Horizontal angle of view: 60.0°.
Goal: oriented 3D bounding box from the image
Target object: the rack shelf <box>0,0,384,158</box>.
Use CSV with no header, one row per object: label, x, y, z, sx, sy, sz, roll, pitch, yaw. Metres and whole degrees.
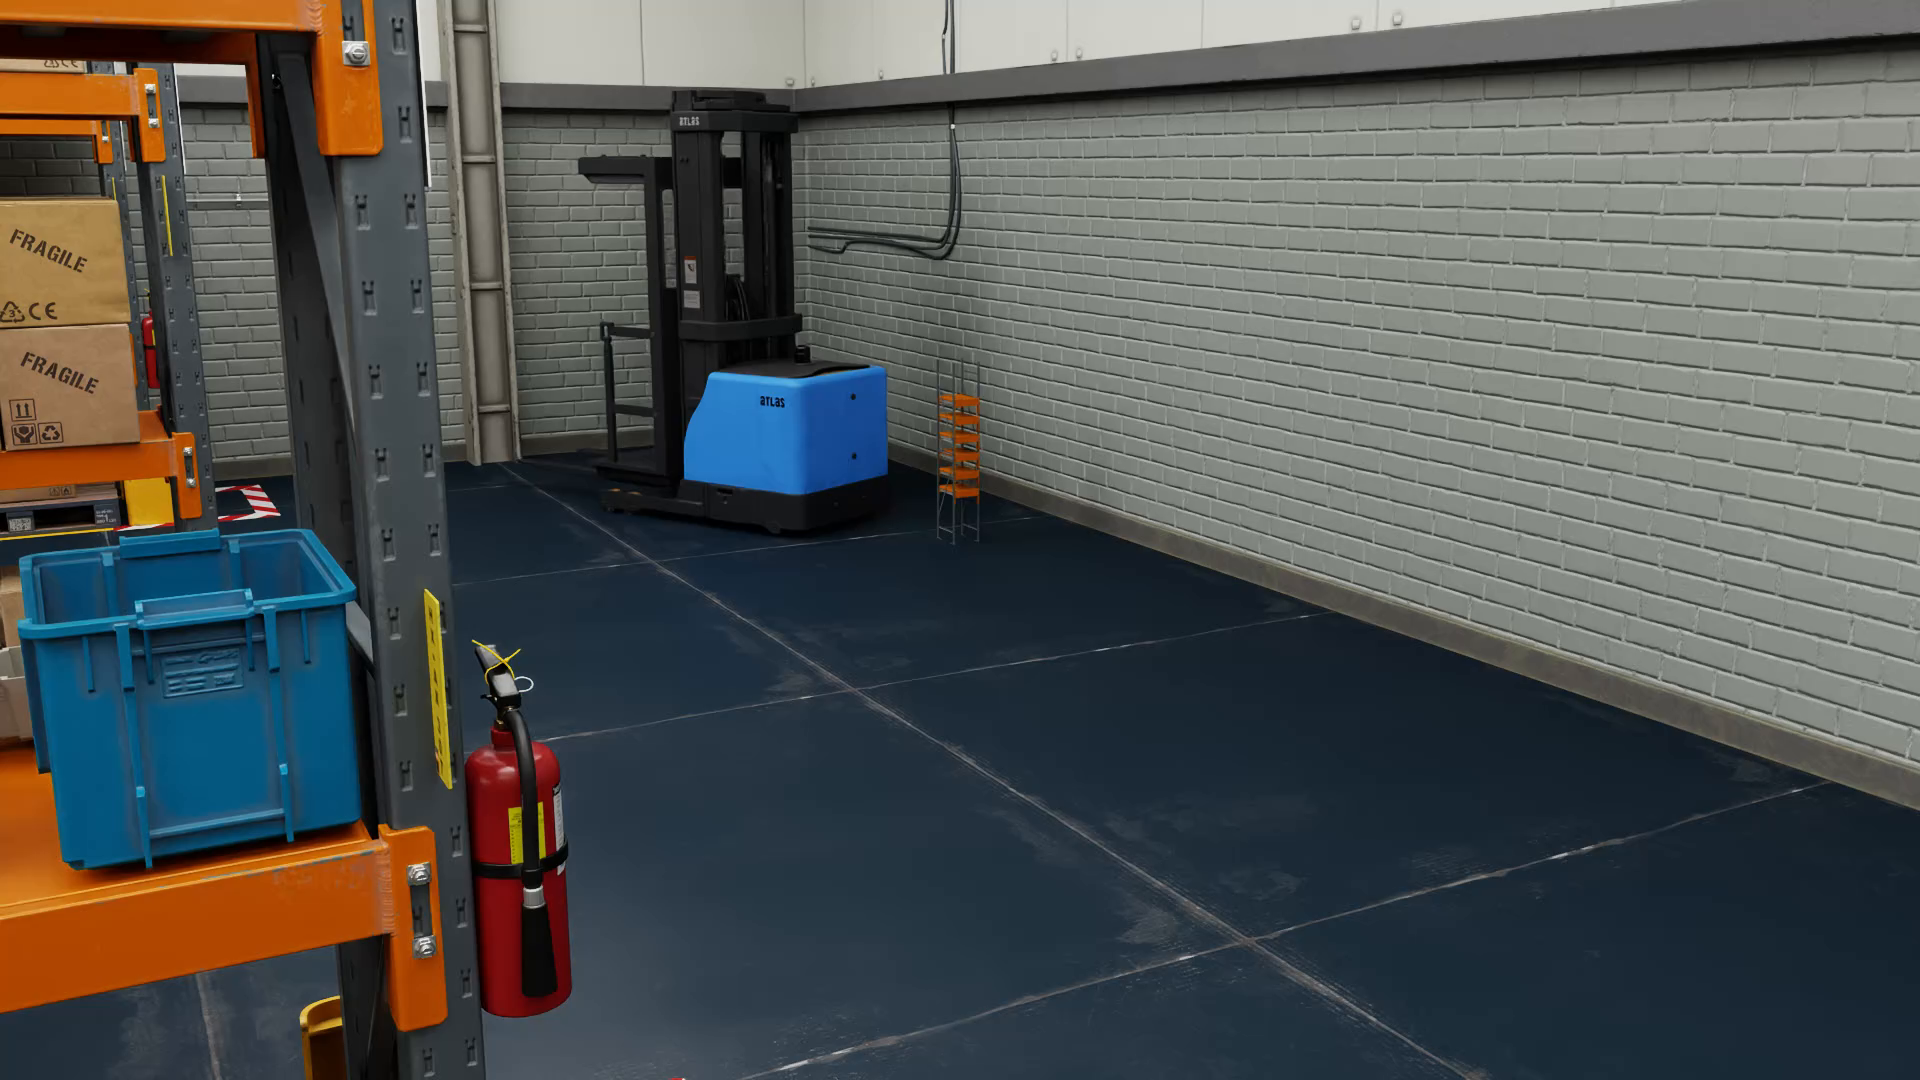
rack shelf,-2.910,-0.676,2.088,4.000,0.370,1.077,-7,14,-28

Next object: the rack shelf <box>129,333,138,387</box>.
rack shelf,-7.657,-1.122,10.901,4.000,0.370,1.077,-7,14,-28

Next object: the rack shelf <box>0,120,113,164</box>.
rack shelf,-7.657,-2.585,10.572,4.000,0.370,1.077,-7,14,-28

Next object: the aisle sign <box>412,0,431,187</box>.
aisle sign,-0.951,-0.993,2.771,0.004,0.787,0.394,-7,14,-28

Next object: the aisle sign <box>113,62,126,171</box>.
aisle sign,-5.694,-2.901,11.248,0.004,0.787,0.394,-7,14,-28

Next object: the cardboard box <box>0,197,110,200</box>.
cardboard box,-4.040,-1.270,7.414,0.500,0.500,0.500,-6,14,-26

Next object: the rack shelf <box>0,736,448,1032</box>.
rack shelf,-2.910,0.787,2.417,4.000,0.370,1.077,-7,14,-28

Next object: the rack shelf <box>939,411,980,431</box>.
rack shelf,-0.013,-0.775,10.928,0.180,0.103,0.258,-7,14,-28

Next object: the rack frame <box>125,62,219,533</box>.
rack frame,-3.525,-0.729,7.517,0.127,3.000,1.000,-7,14,-28

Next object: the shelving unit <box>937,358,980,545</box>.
shelving unit,-0.013,-0.584,10.971,0.189,1.200,0.258,-7,14,-28

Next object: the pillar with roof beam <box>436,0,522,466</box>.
pillar with roof beam,-1.883,-4.231,9.415,0.400,9.000,9.100,-7,14,-28

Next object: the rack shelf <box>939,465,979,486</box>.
rack shelf,-0.013,-0.423,11.007,0.180,0.103,0.258,-7,14,-28

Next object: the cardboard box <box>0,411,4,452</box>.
cardboard box,-4.241,-0.623,6.818,0.500,0.500,0.500,-7,14,-27

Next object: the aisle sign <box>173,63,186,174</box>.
aisle sign,-3.318,-1.945,7.001,0.004,0.787,0.394,-7,14,-28

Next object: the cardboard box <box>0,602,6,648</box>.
cardboard box,-4.577,0.453,7.525,0.500,0.250,0.500,-7,14,-28

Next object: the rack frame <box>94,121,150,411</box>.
rack frame,-5.901,-1.683,11.757,0.127,3.000,1.000,-7,14,-28

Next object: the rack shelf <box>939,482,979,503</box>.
rack shelf,-0.013,-0.306,11.033,0.180,0.103,0.258,-7,14,-28

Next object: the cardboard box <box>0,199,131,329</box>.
cardboard box,-3.783,-1.166,6.952,0.500,0.500,0.500,-7,14,-28

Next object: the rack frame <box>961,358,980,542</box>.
rack frame,0.068,-0.593,11.013,0.006,1.200,0.240,-7,14,-28

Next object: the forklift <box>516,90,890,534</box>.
forklift,-1.997,-1.698,11.977,3.031,2.935,1.130,9,15,34

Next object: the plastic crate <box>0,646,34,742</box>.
plastic crate,-1.850,0.306,3.383,0.298,0.136,0.250,-7,14,-28

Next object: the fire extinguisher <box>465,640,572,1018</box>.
fire extinguisher,-0.804,0.517,3.004,0.183,0.674,0.296,-7,14,-28

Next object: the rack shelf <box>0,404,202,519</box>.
rack shelf,-5.280,-0.168,6.661,4.000,0.370,1.077,-7,14,-28

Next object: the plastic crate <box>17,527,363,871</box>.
plastic crate,-1.359,0.251,2.946,0.499,0.435,0.616,-7,14,-28

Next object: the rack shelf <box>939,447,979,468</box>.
rack shelf,-0.013,-0.540,10.980,0.180,0.103,0.258,-7,14,-28

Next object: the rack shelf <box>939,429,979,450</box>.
rack shelf,-0.013,-0.658,10.954,0.180,0.103,0.258,-7,14,-28

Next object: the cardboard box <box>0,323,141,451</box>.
cardboard box,-3.787,-0.678,7.063,0.500,0.500,0.500,-6,14,-26

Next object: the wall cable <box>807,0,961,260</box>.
wall cable,-0.766,-3.621,13.777,0.112,2.526,3.097,-7,14,-28

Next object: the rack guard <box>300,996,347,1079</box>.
rack guard,-1.140,1.440,3.570,0.348,0.500,1.175,-7,14,-28

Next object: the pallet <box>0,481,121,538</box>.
pallet,-6.566,-0.224,11.622,1.213,0.211,1.003,-7,14,-28

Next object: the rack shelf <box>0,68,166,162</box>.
rack shelf,-5.280,-1.631,6.331,4.000,0.370,1.077,-7,14,-28

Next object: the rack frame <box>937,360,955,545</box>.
rack frame,-0.093,-0.574,10.928,0.006,1.200,0.240,-7,14,-28

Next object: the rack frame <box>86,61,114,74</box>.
rack frame,-5.901,-4.610,11.098,0.127,3.000,1.000,-7,14,-28

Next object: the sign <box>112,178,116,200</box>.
sign,-5.654,-2.258,11.133,0.005,0.325,0.100,-7,14,-28

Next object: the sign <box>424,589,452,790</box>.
sign,-0.877,0.251,2.792,0.005,0.325,0.100,-7,14,-28

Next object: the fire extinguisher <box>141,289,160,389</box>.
fire extinguisher,-5.548,-1.391,11.482,0.183,0.674,0.296,-7,14,-28

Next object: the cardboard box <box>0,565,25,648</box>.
cardboard box,-3.884,0.381,7.278,0.500,0.500,0.500,-7,14,-28

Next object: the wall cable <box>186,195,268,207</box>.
wall cable,-5.231,-2.496,13.054,1.851,1.984,0.084,-7,14,-28

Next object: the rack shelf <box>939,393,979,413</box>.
rack shelf,-0.013,-0.892,10.901,0.180,0.103,0.258,-7,14,-28

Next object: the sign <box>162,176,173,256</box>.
sign,-3.276,-1.339,6.870,0.005,0.325,0.100,-7,14,-28

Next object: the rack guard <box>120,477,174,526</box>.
rack guard,-5.880,-0.466,12.043,0.348,0.500,1.175,-7,14,-28

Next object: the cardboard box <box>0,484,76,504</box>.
cardboard box,-6.468,-0.576,11.572,0.500,0.500,0.700,-7,14,-28

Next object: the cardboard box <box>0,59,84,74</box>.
cardboard box,-3.849,-2.014,6.738,0.500,0.250,0.500,-7,14,-28

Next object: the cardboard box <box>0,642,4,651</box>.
cardboard box,-4.282,0.569,7.202,0.250,0.166,0.380,-7,14,-28
